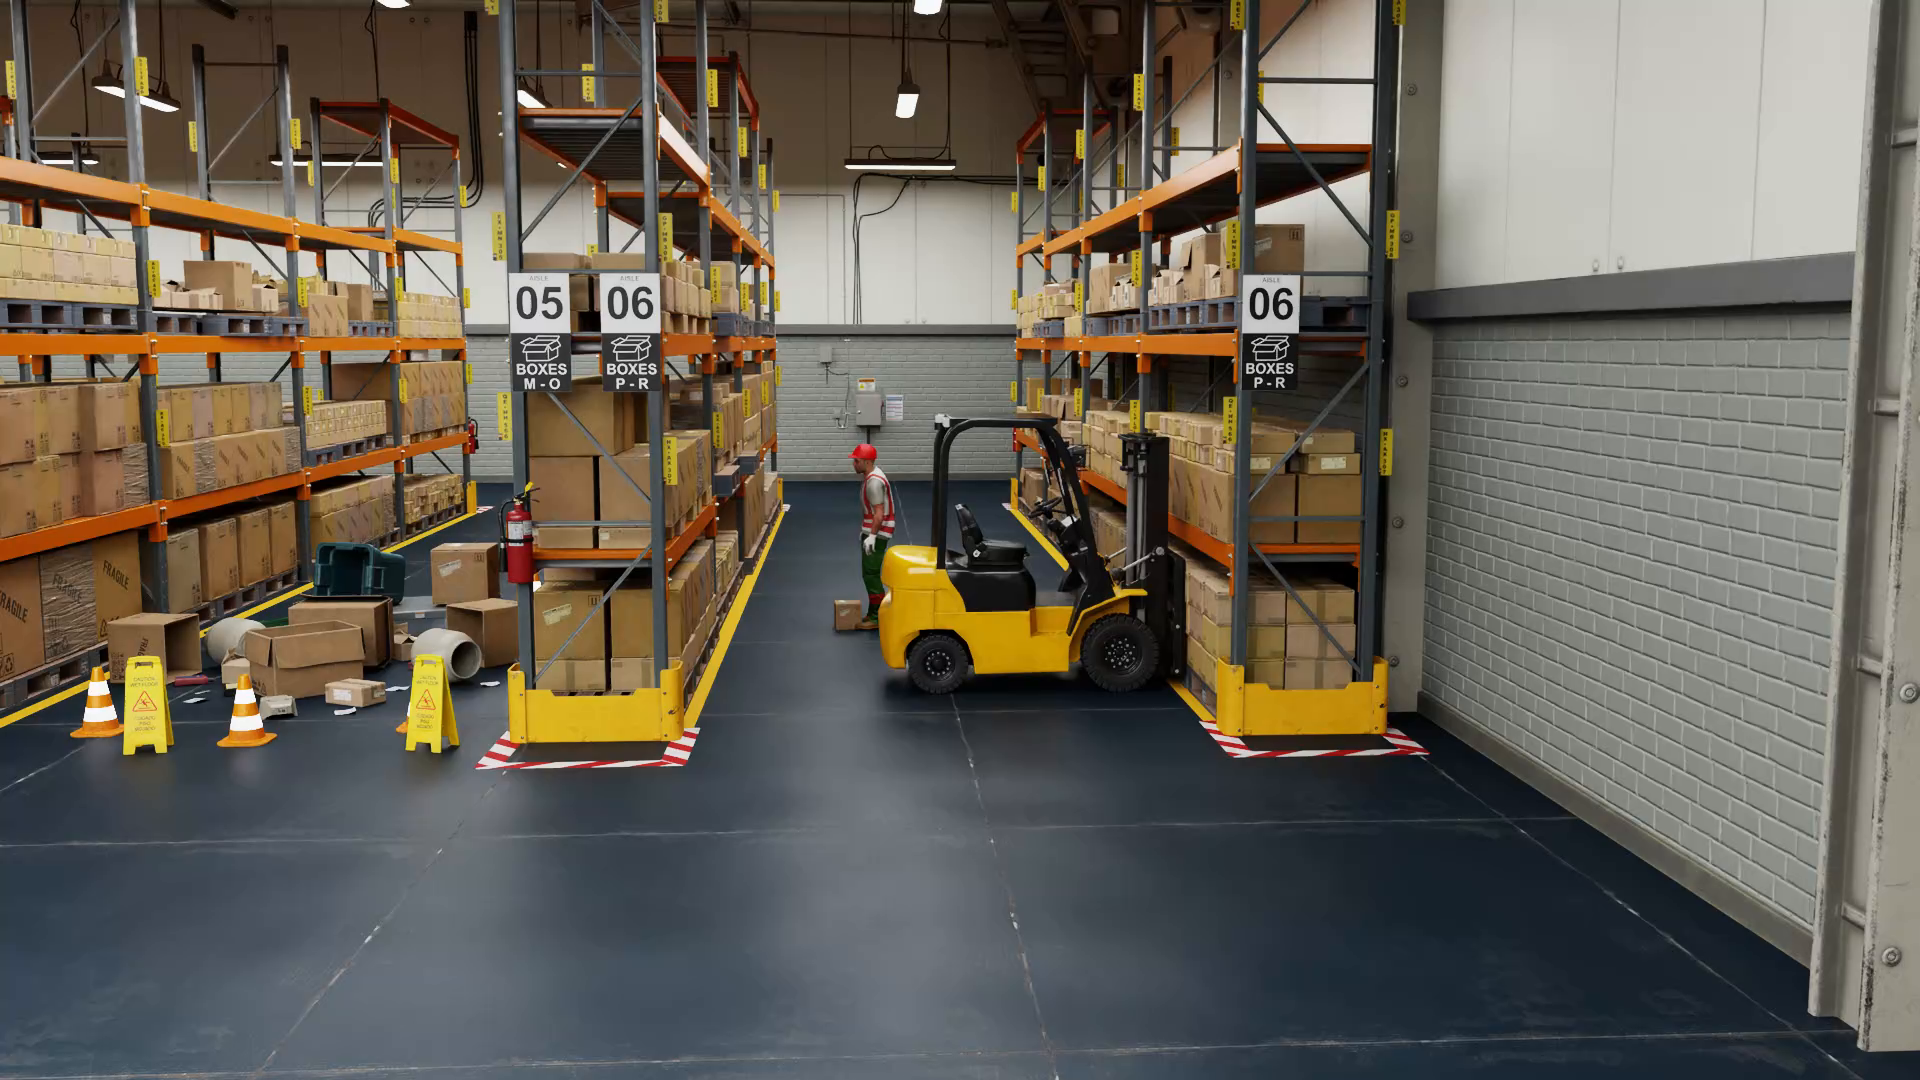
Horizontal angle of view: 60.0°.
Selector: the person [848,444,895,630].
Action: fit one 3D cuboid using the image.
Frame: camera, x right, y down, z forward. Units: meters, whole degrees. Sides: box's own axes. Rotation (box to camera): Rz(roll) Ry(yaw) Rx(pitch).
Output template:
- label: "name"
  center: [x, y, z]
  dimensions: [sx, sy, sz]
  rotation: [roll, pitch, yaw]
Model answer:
- label: "person"
  center: [-0.854, -0.036, 15.970]
  dimensions: [0.445, 1.781, 0.621]
  rotation: [-1, 7, -7]
